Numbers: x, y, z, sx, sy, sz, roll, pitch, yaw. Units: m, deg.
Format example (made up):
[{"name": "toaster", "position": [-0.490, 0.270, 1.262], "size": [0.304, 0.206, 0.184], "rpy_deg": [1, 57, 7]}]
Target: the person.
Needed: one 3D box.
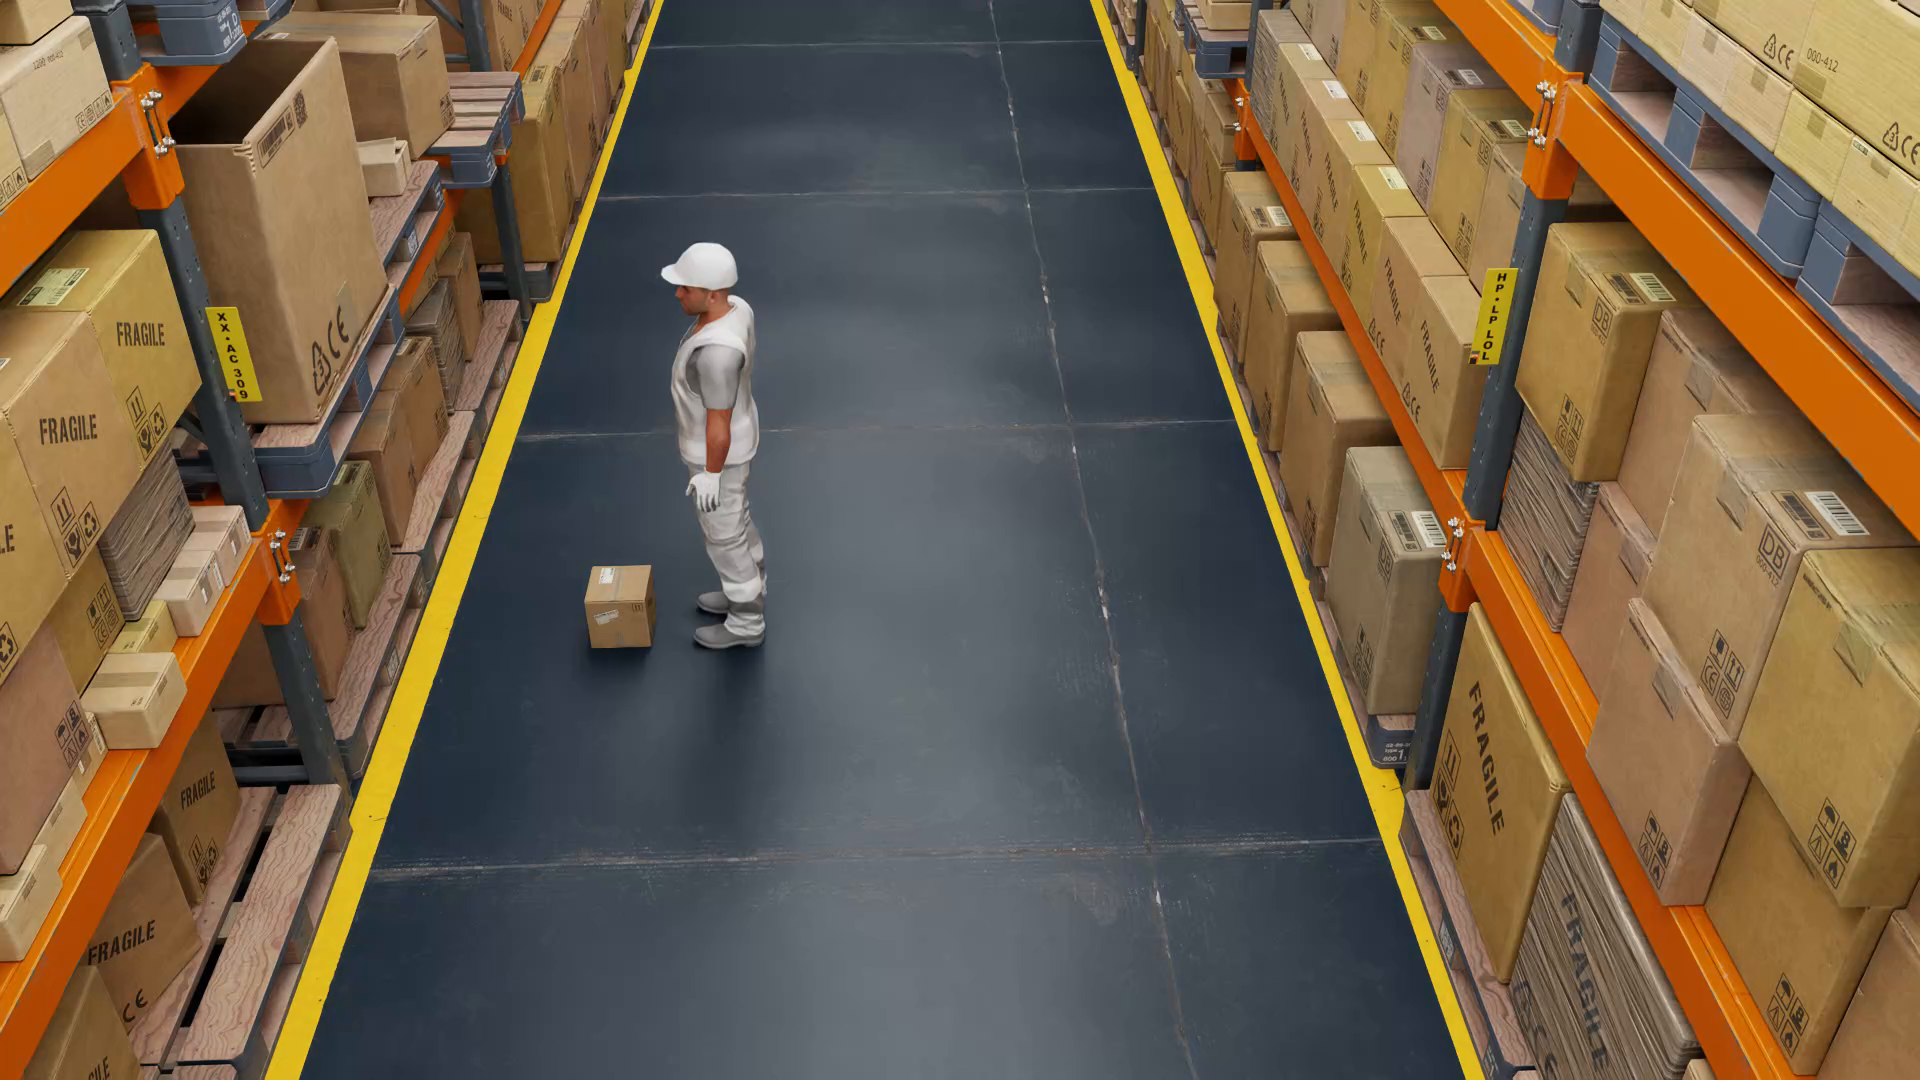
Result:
[{"name": "person", "position": [-0.966, -0.357, 6.634], "size": [0.355, 1.789, 0.523], "rpy_deg": [-1, 35, -1]}]
